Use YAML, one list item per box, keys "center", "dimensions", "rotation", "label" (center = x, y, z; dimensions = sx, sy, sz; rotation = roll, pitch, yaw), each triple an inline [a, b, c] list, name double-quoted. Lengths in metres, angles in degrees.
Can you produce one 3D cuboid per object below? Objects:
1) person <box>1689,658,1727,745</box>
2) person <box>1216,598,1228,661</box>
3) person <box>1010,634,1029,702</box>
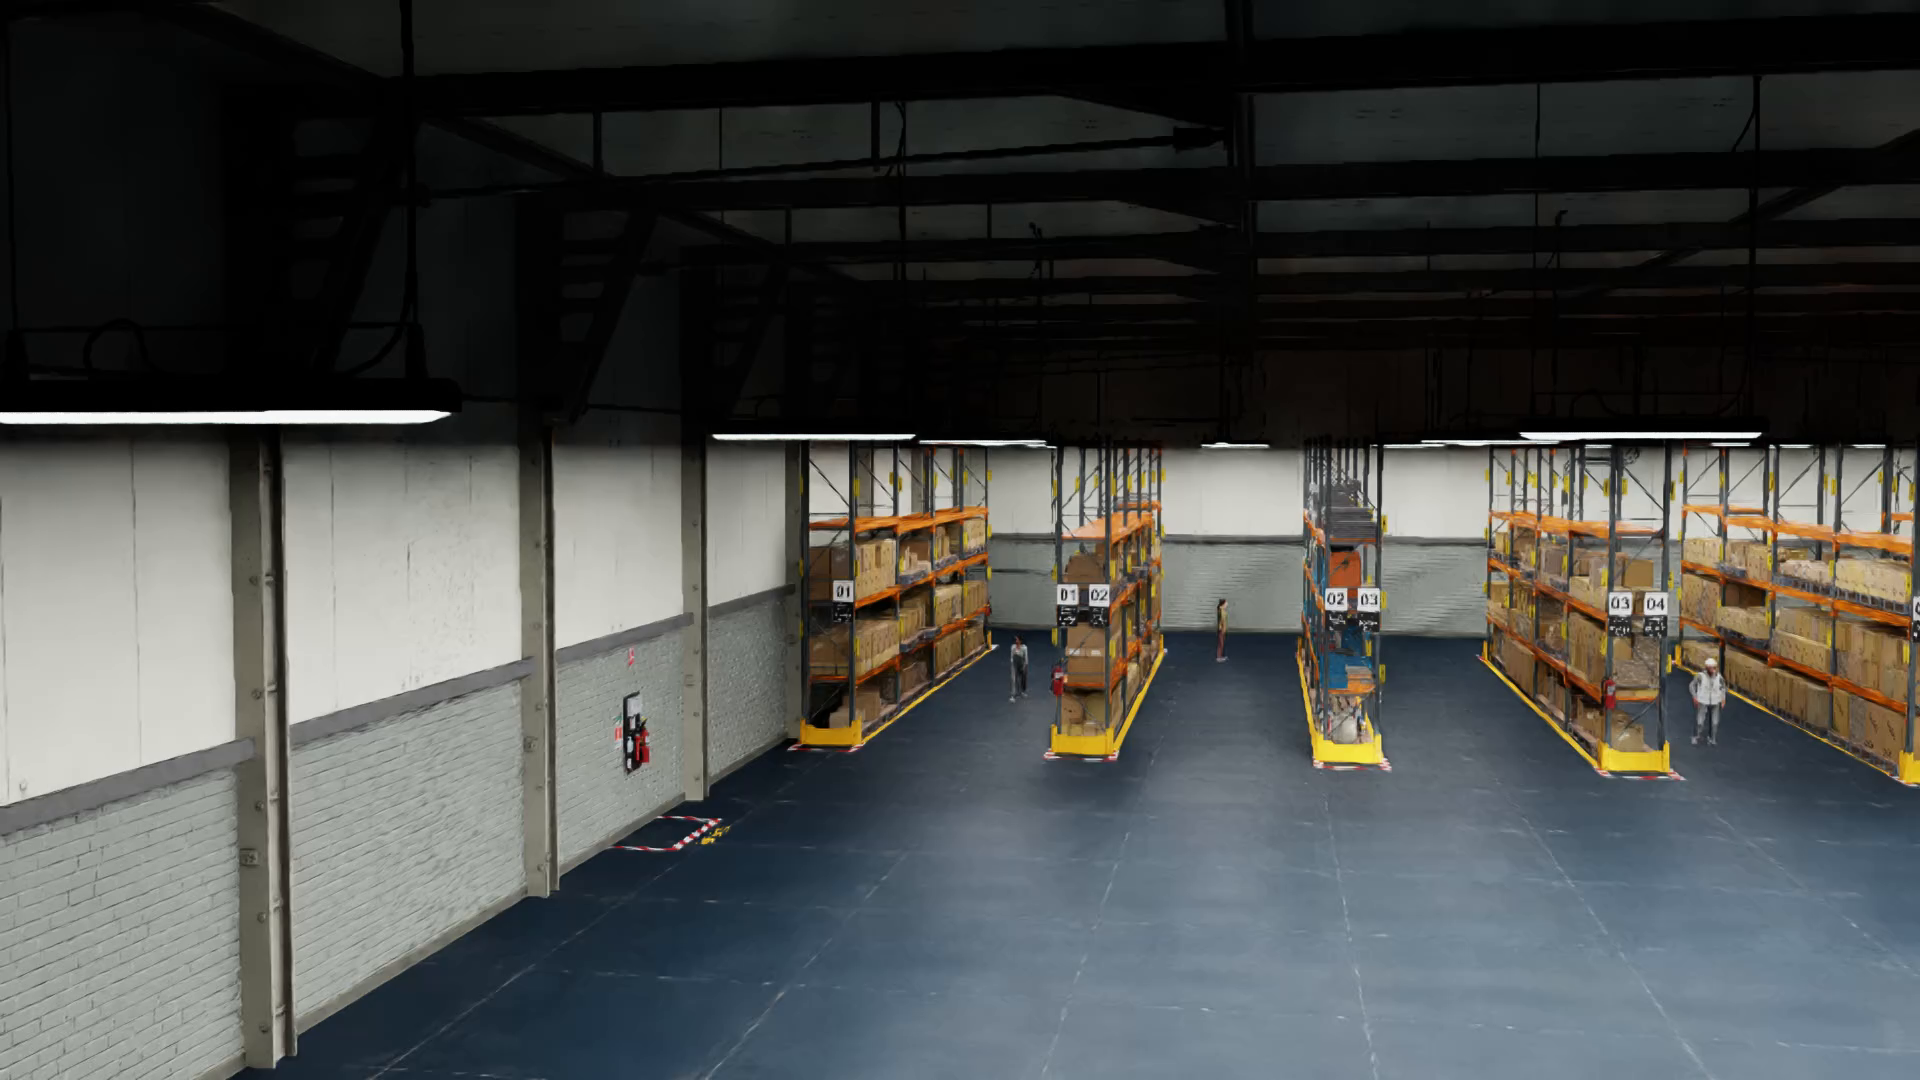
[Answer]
- center: [14.487, 3.124, 32.209]
  dimensions: [0.677, 1.726, 0.574]
  rotation: [0, 3, 9]
  label: "person"
- center: [7.148, 2.421, 45.224]
  dimensions: [0.380, 1.681, 0.598]
  rotation: [0, 3, -1]
  label: "person"
- center: [1.364, 2.901, 38.004]
  dimensions: [0.417, 1.519, 1.034]
  rotation: [0, 3, 9]
  label: "person"
